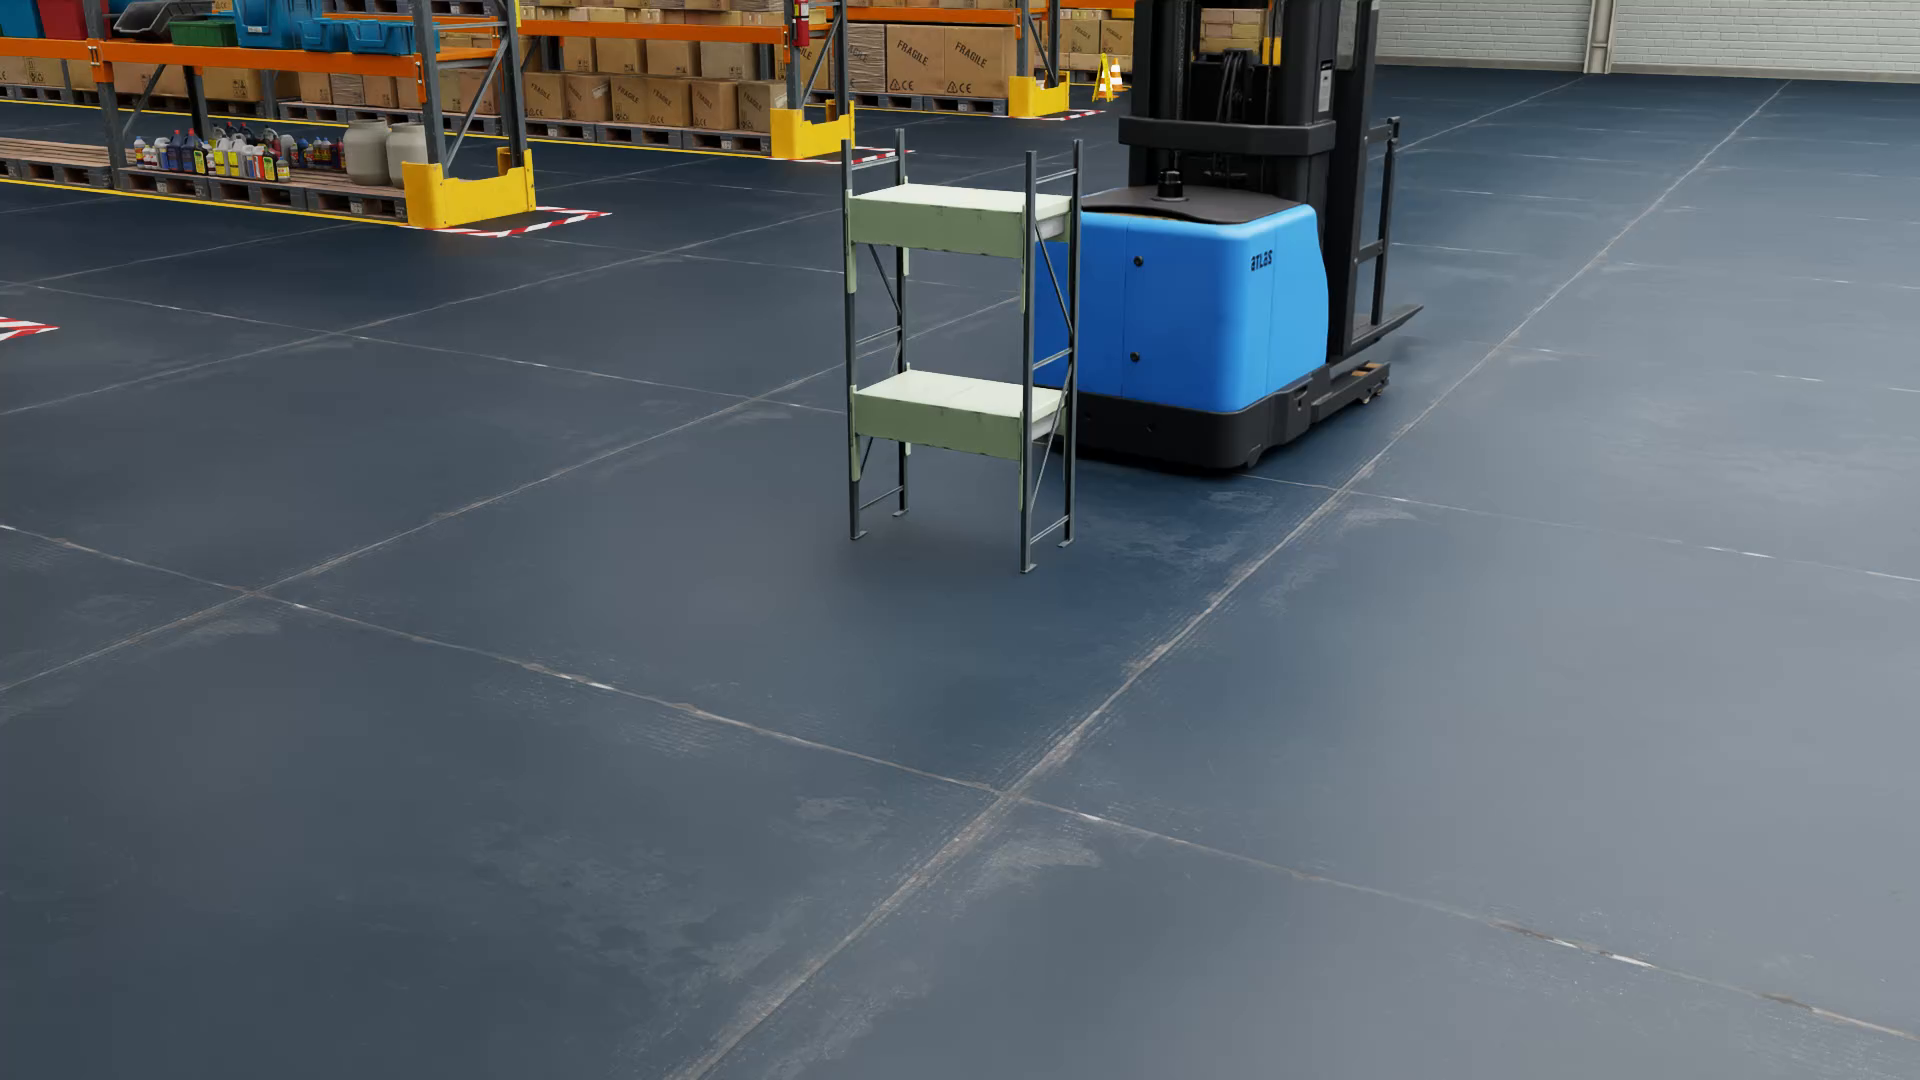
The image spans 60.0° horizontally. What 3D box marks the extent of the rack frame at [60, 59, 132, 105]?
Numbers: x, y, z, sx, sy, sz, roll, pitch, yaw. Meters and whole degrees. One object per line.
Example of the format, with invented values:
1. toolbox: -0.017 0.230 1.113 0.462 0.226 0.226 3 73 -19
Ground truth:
1. rack frame: -11.969 -7.536 22.742 0.127 3.000 1.000 11 23 27

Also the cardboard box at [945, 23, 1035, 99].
1. cardboard box: 0.390 -6.292 21.813 0.875 0.875 0.875 11 23 28

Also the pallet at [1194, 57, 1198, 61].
1. pallet: 4.008 -8.976 30.801 1.213 0.211 1.003 11 23 27

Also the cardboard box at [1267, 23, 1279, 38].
1. cardboard box: 5.448 -9.249 30.147 0.500 0.250 0.500 11 23 28

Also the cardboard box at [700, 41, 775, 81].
1. cardboard box: -3.064 -6.882 23.622 0.750 0.750 1.050 11 23 27

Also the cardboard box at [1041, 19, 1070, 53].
1. cardboard box: 1.619 -7.976 26.270 0.500 0.500 0.500 10 22 26

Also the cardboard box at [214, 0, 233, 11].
1. cardboard box: -9.029 -6.926 20.914 0.500 0.500 0.500 12 23 29

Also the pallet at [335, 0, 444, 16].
1. pallet: -6.729 -6.464 20.067 1.213 0.211 1.003 11 23 27

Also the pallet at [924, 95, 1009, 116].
1. pallet: 0.278 -5.799 22.043 1.213 0.211 1.003 11 23 27

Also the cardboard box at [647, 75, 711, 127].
1. cardboard box: -3.106 -4.871 18.444 0.500 0.500 0.500 13 24 32

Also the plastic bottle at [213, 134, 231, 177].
1. plastic bottle: -6.362 -3.333 14.395 0.185 0.351 0.144 11 22 27

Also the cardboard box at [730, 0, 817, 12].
1. cardboard box: -1.960 -5.827 17.448 0.500 0.500 0.875 11 23 27

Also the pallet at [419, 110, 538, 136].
1. pallet: -5.666 -5.024 19.906 1.213 0.211 1.003 11 23 27

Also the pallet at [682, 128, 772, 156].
1. pallet: -2.251 -4.388 18.153 1.213 0.211 1.003 11 23 27

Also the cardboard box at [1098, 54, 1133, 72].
1. cardboard box: 2.482 -7.454 25.932 0.500 0.250 0.500 11 23 27

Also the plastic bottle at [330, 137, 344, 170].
1. plastic bottle: -5.528 -3.434 14.770 0.133 0.283 0.061 11 23 28

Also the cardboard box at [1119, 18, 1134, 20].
1. cardboard box: 2.750 -7.969 26.251 0.500 0.500 0.500 10 22 26

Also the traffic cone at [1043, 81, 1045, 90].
1. traffic cone: 1.243 -6.319 23.107 0.334 0.463 0.336 11 23 27

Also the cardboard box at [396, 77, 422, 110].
1. cardboard box: -6.407 -5.524 20.215 0.500 0.500 0.700 9 22 23

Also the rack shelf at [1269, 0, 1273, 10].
1. rack shelf: 4.011 -9.964 30.489 4.000 0.370 1.077 11 23 27

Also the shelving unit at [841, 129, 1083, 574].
1. shelving unit: 0.006 -0.704 6.106 0.755 1.500 0.431 11 23 27

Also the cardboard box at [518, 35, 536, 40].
1. cardboard box: -6.695 -7.741 25.258 0.500 0.250 0.500 10 22 26

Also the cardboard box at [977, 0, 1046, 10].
1. cardboard box: 0.668 -7.119 21.373 0.550 0.550 0.875 11 23 27

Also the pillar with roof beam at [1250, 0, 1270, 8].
1. pillar with roof beam: 3.490 -11.892 25.952 0.400 9.000 9.100 11 23 27

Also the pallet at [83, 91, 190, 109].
1. pallet: -11.259 -6.120 22.926 1.213 0.211 1.003 11 23 27

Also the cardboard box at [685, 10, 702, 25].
1. cardboard box: -2.713 -5.577 17.708 0.250 0.149 0.380 11 23 27

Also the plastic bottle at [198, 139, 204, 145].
1. plastic bottle: -6.713 -3.410 14.722 0.097 0.271 0.097 0 20 0

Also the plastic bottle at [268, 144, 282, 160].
1. plastic bottle: -5.881 -3.253 14.272 0.133 0.283 0.061 11 23 27

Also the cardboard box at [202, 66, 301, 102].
1. cardboard box: -9.070 -6.191 21.533 0.875 0.875 1.225 10 22 25

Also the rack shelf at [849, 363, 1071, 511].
1. rack shelf: 0.006 -0.397 6.217 0.720 0.370 0.431 11 23 27

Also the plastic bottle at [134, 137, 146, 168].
1. plastic bottle: -7.336 -3.472 14.894 0.097 0.271 0.097 0 20 0

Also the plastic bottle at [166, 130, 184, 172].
1. plastic bottle: -6.898 -3.435 14.676 0.185 0.351 0.144 11 23 29

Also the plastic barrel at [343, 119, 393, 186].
1. plastic barrel: -4.958 -3.264 13.998 0.421 0.512 0.421 0 20 0

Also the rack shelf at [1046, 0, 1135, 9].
1. rack shelf: 1.594 -8.485 26.414 4.000 0.370 1.077 11 23 27

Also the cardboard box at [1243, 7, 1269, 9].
1. cardboard box: 5.430 -9.480 30.052 0.500 0.250 0.500 10 22 26

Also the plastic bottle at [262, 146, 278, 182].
1. plastic bottle: -5.837 -3.185 14.085 0.133 0.283 0.061 11 23 29

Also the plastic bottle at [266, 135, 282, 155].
1. plastic bottle: -6.160 -3.494 14.938 0.133 0.283 0.061 11 23 27

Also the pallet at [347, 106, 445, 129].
1. pallet: -6.735 -5.227 20.464 1.213 0.211 1.003 11 23 27

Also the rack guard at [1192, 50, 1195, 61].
1. rack guard: 3.274 -7.329 25.835 0.348 0.500 1.175 11 23 27

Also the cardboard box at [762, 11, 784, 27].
1. cardboard box: -1.843 -5.409 17.245 0.250 0.149 0.380 11 23 27

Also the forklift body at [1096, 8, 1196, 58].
1. forklift body: 3.212 -9.343 28.966 1.214 2.155 2.313 11 23 27

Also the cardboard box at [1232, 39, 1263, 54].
1. cardboard box: 5.193 -8.858 29.803 0.500 0.250 0.500 11 23 28

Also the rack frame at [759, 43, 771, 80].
1. rack frame: -2.478 -7.666 23.099 0.127 3.000 1.000 11 23 27

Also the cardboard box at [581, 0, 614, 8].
1. cardboard box: -3.717 -6.153 18.345 0.500 0.500 0.875 11 23 27

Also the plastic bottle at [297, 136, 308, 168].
1. plastic bottle: -5.903 -3.492 14.949 0.097 0.271 0.097 0 20 0

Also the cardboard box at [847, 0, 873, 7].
1. cardboard box: -1.245 -7.469 22.336 0.550 0.550 0.875 11 23 27

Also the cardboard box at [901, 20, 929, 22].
1. cardboard box: -0.689 -10.273 33.153 0.625 0.625 0.875 12 23 29

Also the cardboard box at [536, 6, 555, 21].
1. cardboard box: -4.500 -5.884 18.555 0.250 0.149 0.380 11 23 27

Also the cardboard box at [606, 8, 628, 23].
1. cardboard box: -3.628 -5.717 18.095 0.250 0.149 0.380 11 23 27

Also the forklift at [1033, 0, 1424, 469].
1. forklift: 1.510 -2.126 7.929 1.130 2.935 3.031 12 23 31

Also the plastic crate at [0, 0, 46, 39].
1. plastic crate: -8.515 -4.815 15.263 0.575 0.384 0.392 11 23 27

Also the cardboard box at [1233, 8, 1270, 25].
1. cardboard box: 5.203 -9.328 29.631 0.500 0.250 0.500 12 23 29

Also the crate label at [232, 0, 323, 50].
1. crate label: -5.647 -4.308 13.792 0.616 0.435 0.502 11 23 27

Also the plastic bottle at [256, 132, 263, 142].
1. plastic bottle: -6.368 -3.593 15.211 0.133 0.283 0.061 13 23 31

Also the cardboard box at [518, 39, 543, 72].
1. cardboard box: -6.672 -7.385 25.375 0.500 0.500 0.500 11 23 27
